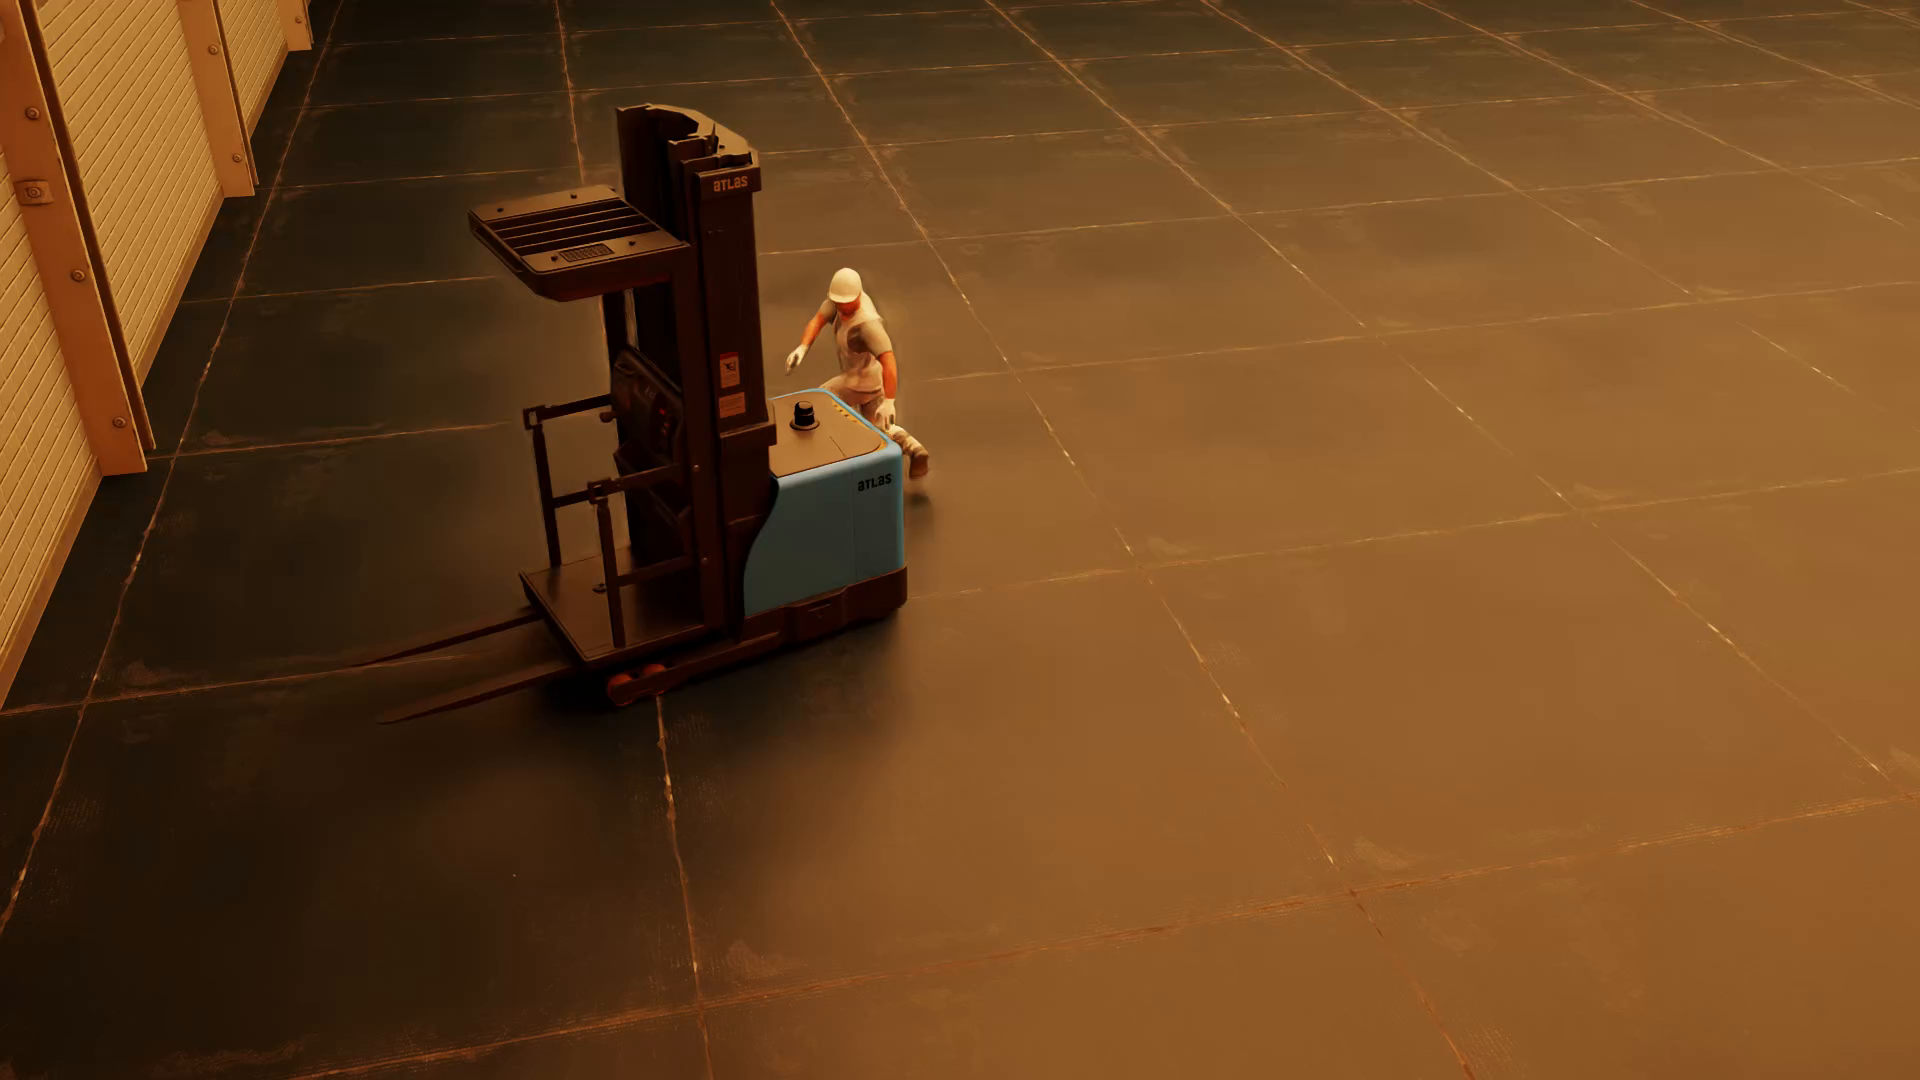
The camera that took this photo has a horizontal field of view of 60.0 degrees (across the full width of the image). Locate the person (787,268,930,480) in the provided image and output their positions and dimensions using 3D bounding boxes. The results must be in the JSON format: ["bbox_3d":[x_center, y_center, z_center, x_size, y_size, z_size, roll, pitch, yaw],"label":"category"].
[{"bbox_3d":[-0.638,-1.052,10.833,0.931,1.548,0.663,8,31,14],"label":"person"}]

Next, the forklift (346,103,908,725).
[{"bbox_3d":[-1.834,-0.678,8.745,3.031,2.935,1.130,-17,34,-27],"label":"forklift"}]
